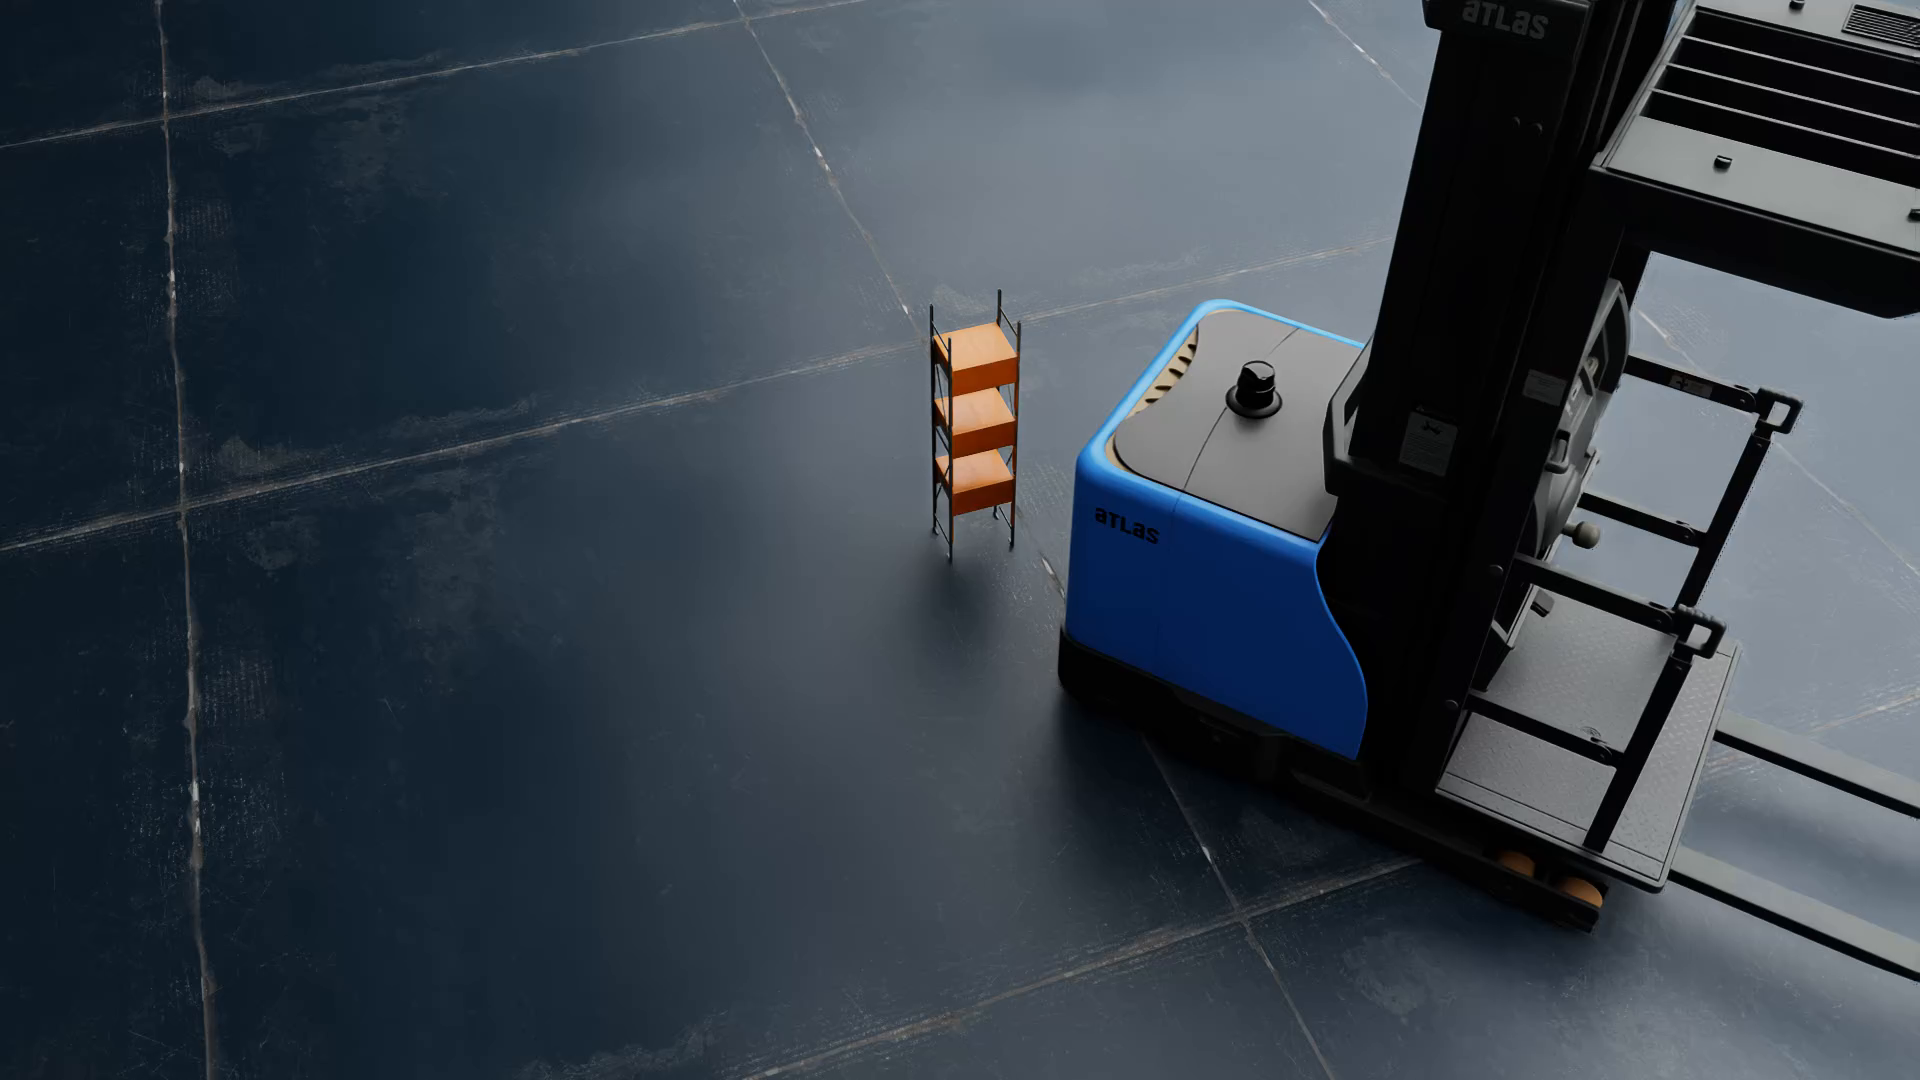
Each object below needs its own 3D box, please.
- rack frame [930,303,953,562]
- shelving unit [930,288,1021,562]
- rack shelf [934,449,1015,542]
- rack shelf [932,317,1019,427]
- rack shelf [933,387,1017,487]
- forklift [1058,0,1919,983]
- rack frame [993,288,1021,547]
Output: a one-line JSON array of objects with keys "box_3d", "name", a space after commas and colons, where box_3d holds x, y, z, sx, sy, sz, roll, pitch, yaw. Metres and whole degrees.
[{"box_3d": [-0.064, -0.354, 5.862, 0.008, 1.050, 0.200, -14, 47, -14], "name": "rack frame"}, {"box_3d": [0.050, -0.383, 5.891, 0.252, 1.050, 0.215, -14, 47, -14], "name": "shelving unit"}, {"box_3d": [0.050, -0.180, 6.095, 0.240, 0.259, 0.215, -14, 47, -14], "name": "rack shelf"}, {"box_3d": [0.050, -0.576, 5.697, 0.240, 0.259, 0.215, -14, 47, -14], "name": "rack shelf"}, {"box_3d": [0.050, -0.376, 5.898, 0.240, 0.259, 0.215, -14, 47, -14], "name": "rack shelf"}, {"box_3d": [1.868, -0.285, 4.465, 3.031, 2.935, 1.130, 22, 49, 21], "name": "forklift"}, {"box_3d": [0.165, -0.413, 5.920, 0.008, 1.050, 0.200, -14, 47, -14], "name": "rack frame"}]
